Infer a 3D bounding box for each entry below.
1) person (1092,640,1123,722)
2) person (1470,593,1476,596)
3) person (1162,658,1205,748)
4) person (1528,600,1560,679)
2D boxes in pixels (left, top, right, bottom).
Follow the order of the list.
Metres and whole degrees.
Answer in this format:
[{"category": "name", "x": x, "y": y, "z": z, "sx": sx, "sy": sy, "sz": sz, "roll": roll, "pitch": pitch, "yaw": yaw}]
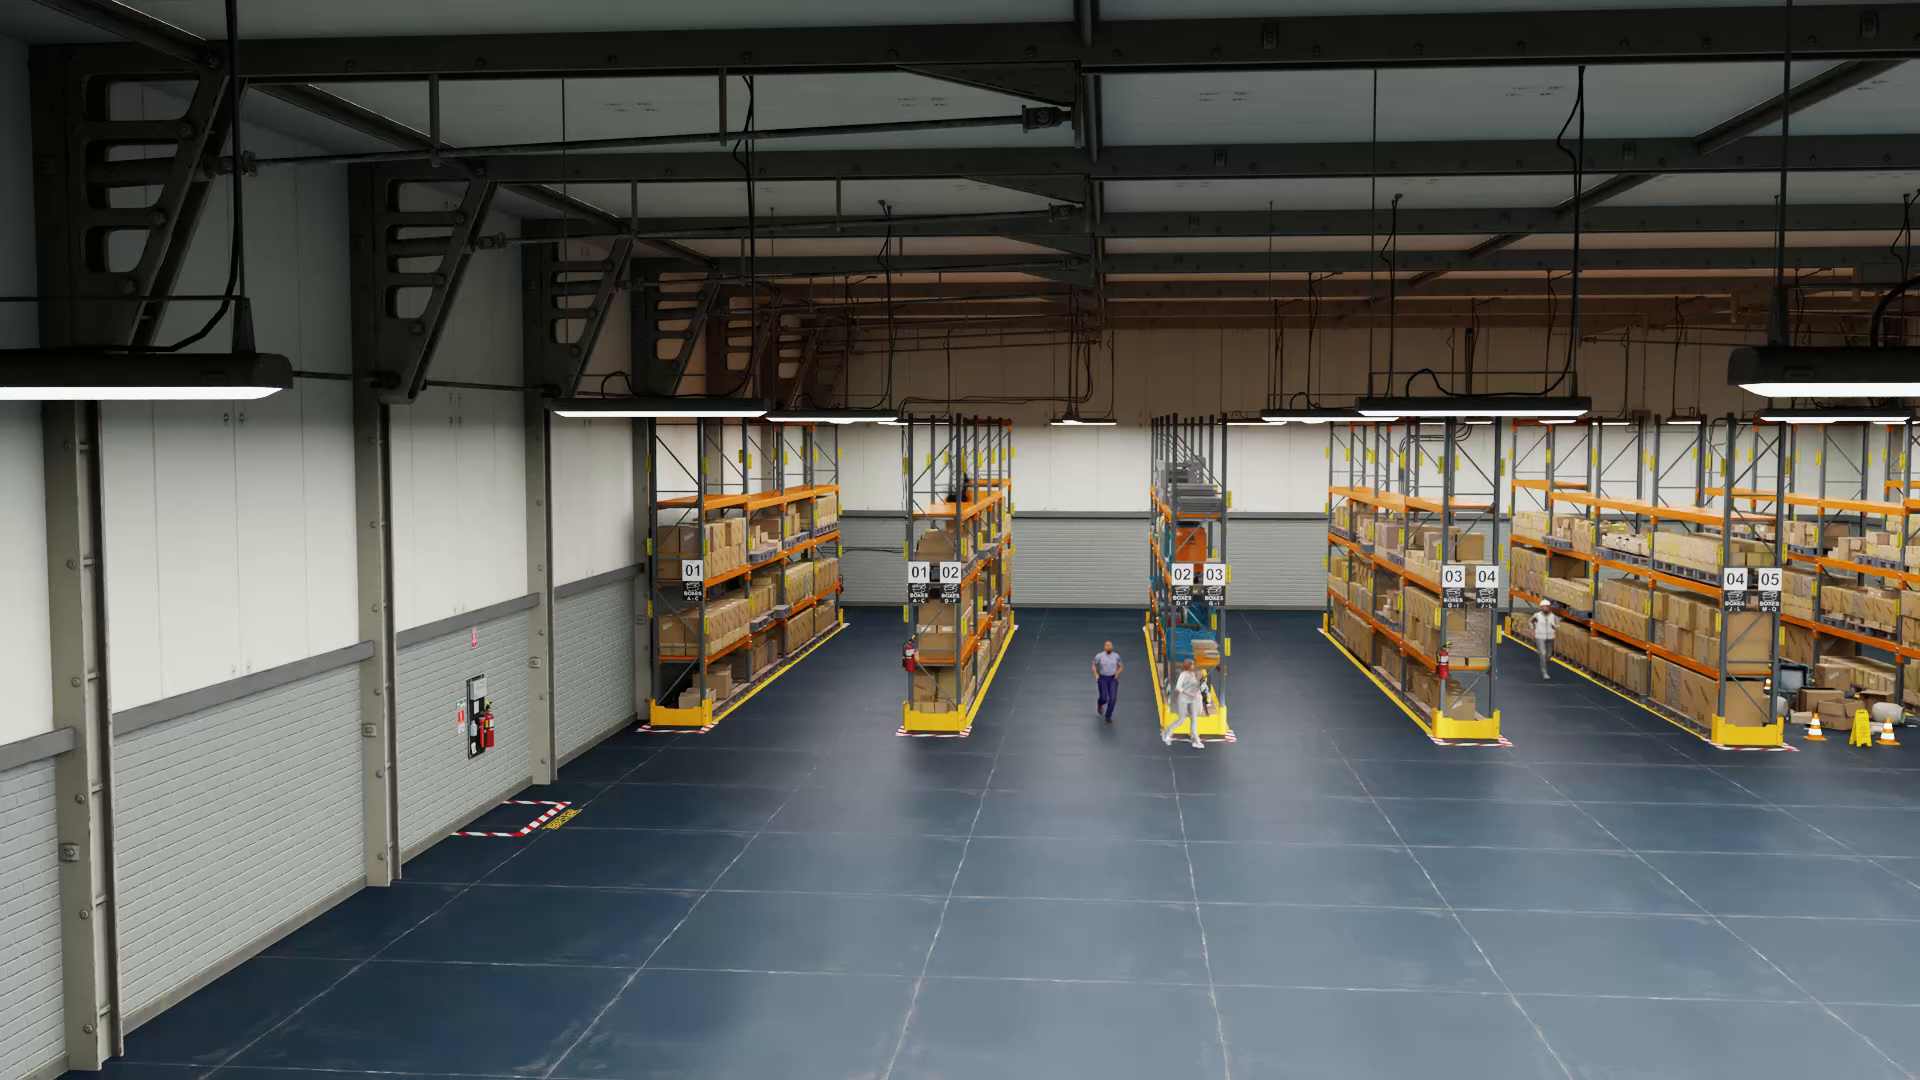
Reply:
[{"category": "person", "x": 2.884, "y": 2.747, "z": 32.390, "sx": 0.607, "sy": 1.593, "sz": 0.551, "roll": 0, "pitch": 4, "yaw": -4}, {"category": "person", "x": 13.937, "y": 1.768, "z": 46.058, "sx": 0.762, "sy": 1.720, "sz": 0.561, "roll": 2, "pitch": 4, "yaw": 27}, {"category": "person", "x": 4.078, "y": 2.901, "z": 29.767, "sx": 0.876, "sy": 1.568, "sz": 0.592, "roll": 3, "pitch": 5, "yaw": 42}, {"category": "person", "x": 13.397, "y": 2.251, "z": 38.095, "sx": 0.656, "sy": 1.758, "sz": 0.970, "roll": 0, "pitch": 4, "yaw": 2}]
